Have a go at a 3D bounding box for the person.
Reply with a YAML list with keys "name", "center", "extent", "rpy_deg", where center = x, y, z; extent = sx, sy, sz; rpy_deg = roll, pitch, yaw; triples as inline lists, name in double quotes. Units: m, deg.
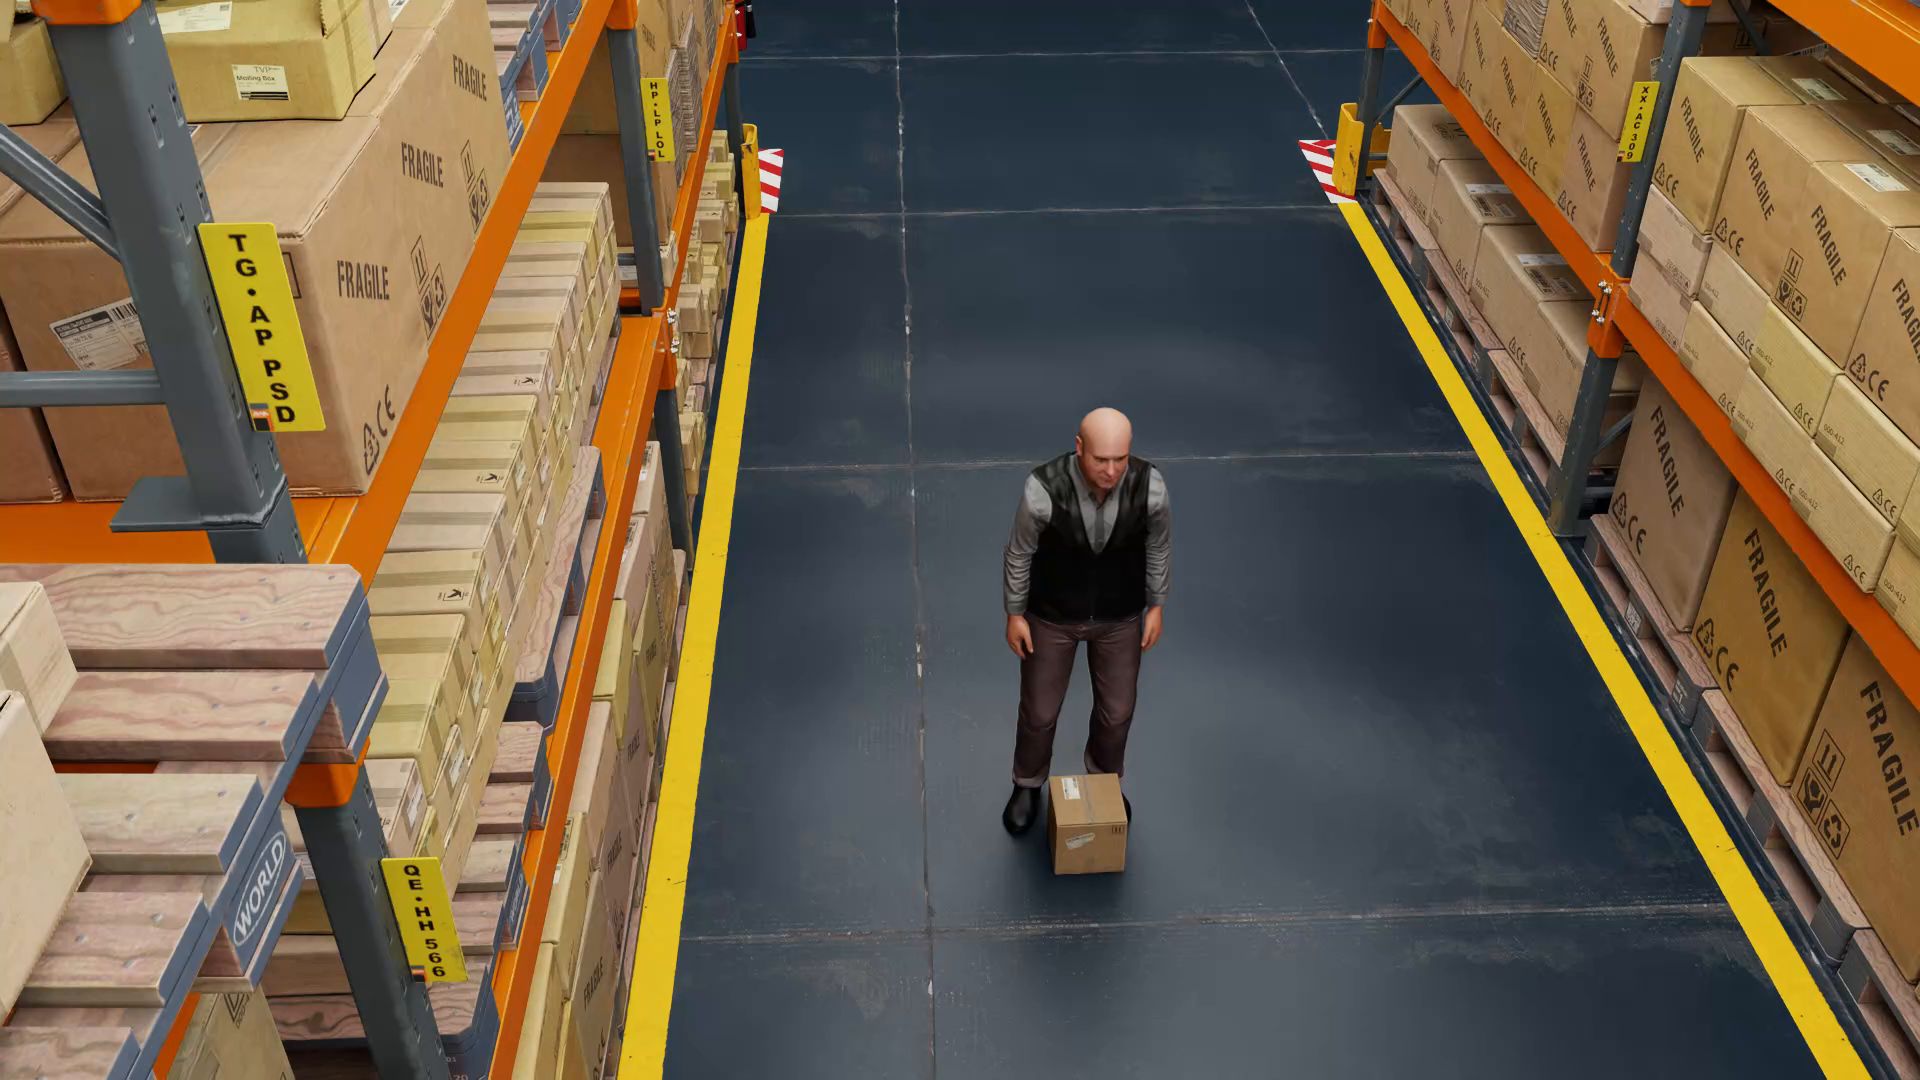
- name: "person"
  center: [0.435, 0.257, 5.800]
  extent: [0.579, 1.719, 0.422]
  rpy_deg: [-3, 35, -4]
